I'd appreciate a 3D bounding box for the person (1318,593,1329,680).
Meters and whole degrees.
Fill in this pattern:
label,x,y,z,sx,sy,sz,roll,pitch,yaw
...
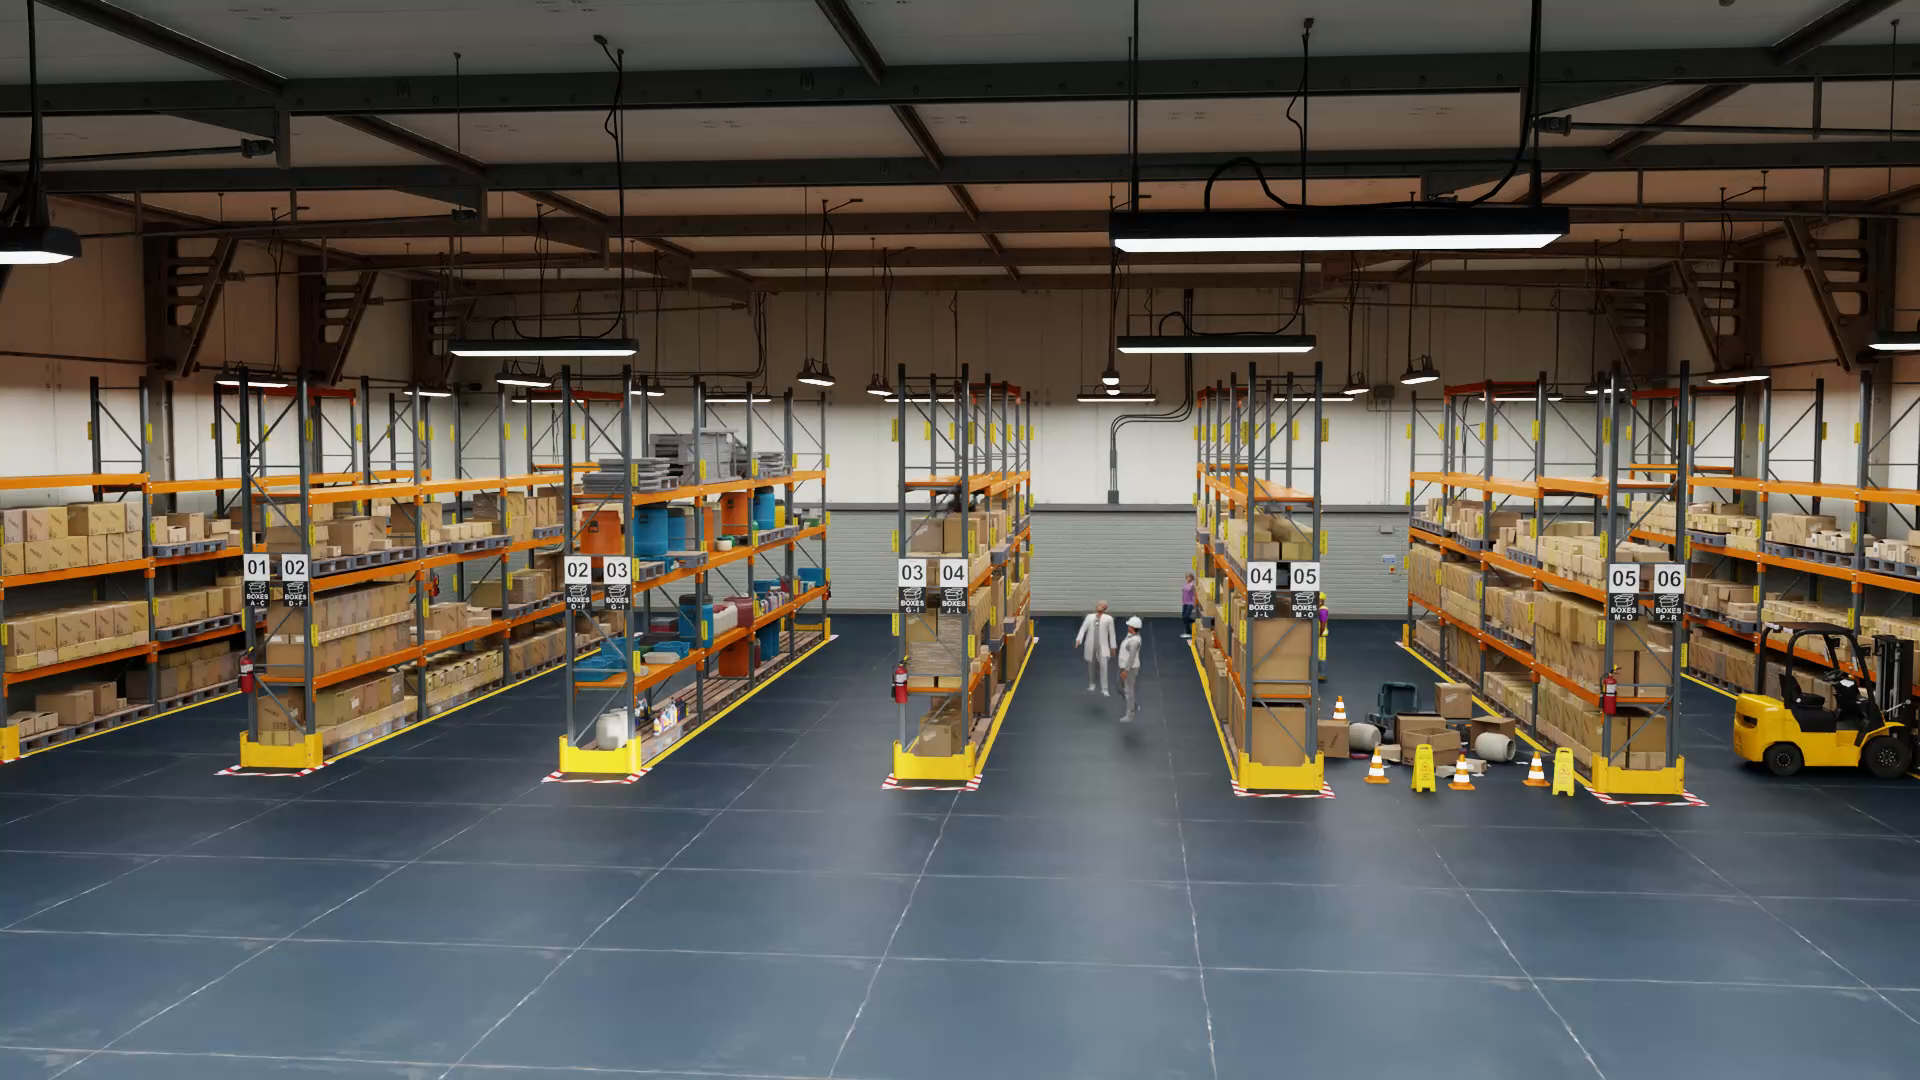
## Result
label,x,y,z,sx,sy,sz,roll,pitch,yaw
person,7.306,1.950,33.770,0.376,1.765,0.635,1,4,19

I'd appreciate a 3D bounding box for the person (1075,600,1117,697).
label,x,y,z,sx,sy,sz,roll,pitch,yaw
person,2.513,1.982,30.774,0.795,1.721,1.070,0,4,-3

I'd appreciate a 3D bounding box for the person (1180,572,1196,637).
label,x,y,z,sx,sy,sz,roll,pitch,yaw
person,5.622,1.584,40.648,0.480,1.585,0.414,-2,4,-26

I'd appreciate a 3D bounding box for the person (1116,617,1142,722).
label,x,y,z,sx,sy,sz,roll,pitch,yaw
person,2.868,2.167,28.114,0.453,1.762,0.632,0,4,-7
